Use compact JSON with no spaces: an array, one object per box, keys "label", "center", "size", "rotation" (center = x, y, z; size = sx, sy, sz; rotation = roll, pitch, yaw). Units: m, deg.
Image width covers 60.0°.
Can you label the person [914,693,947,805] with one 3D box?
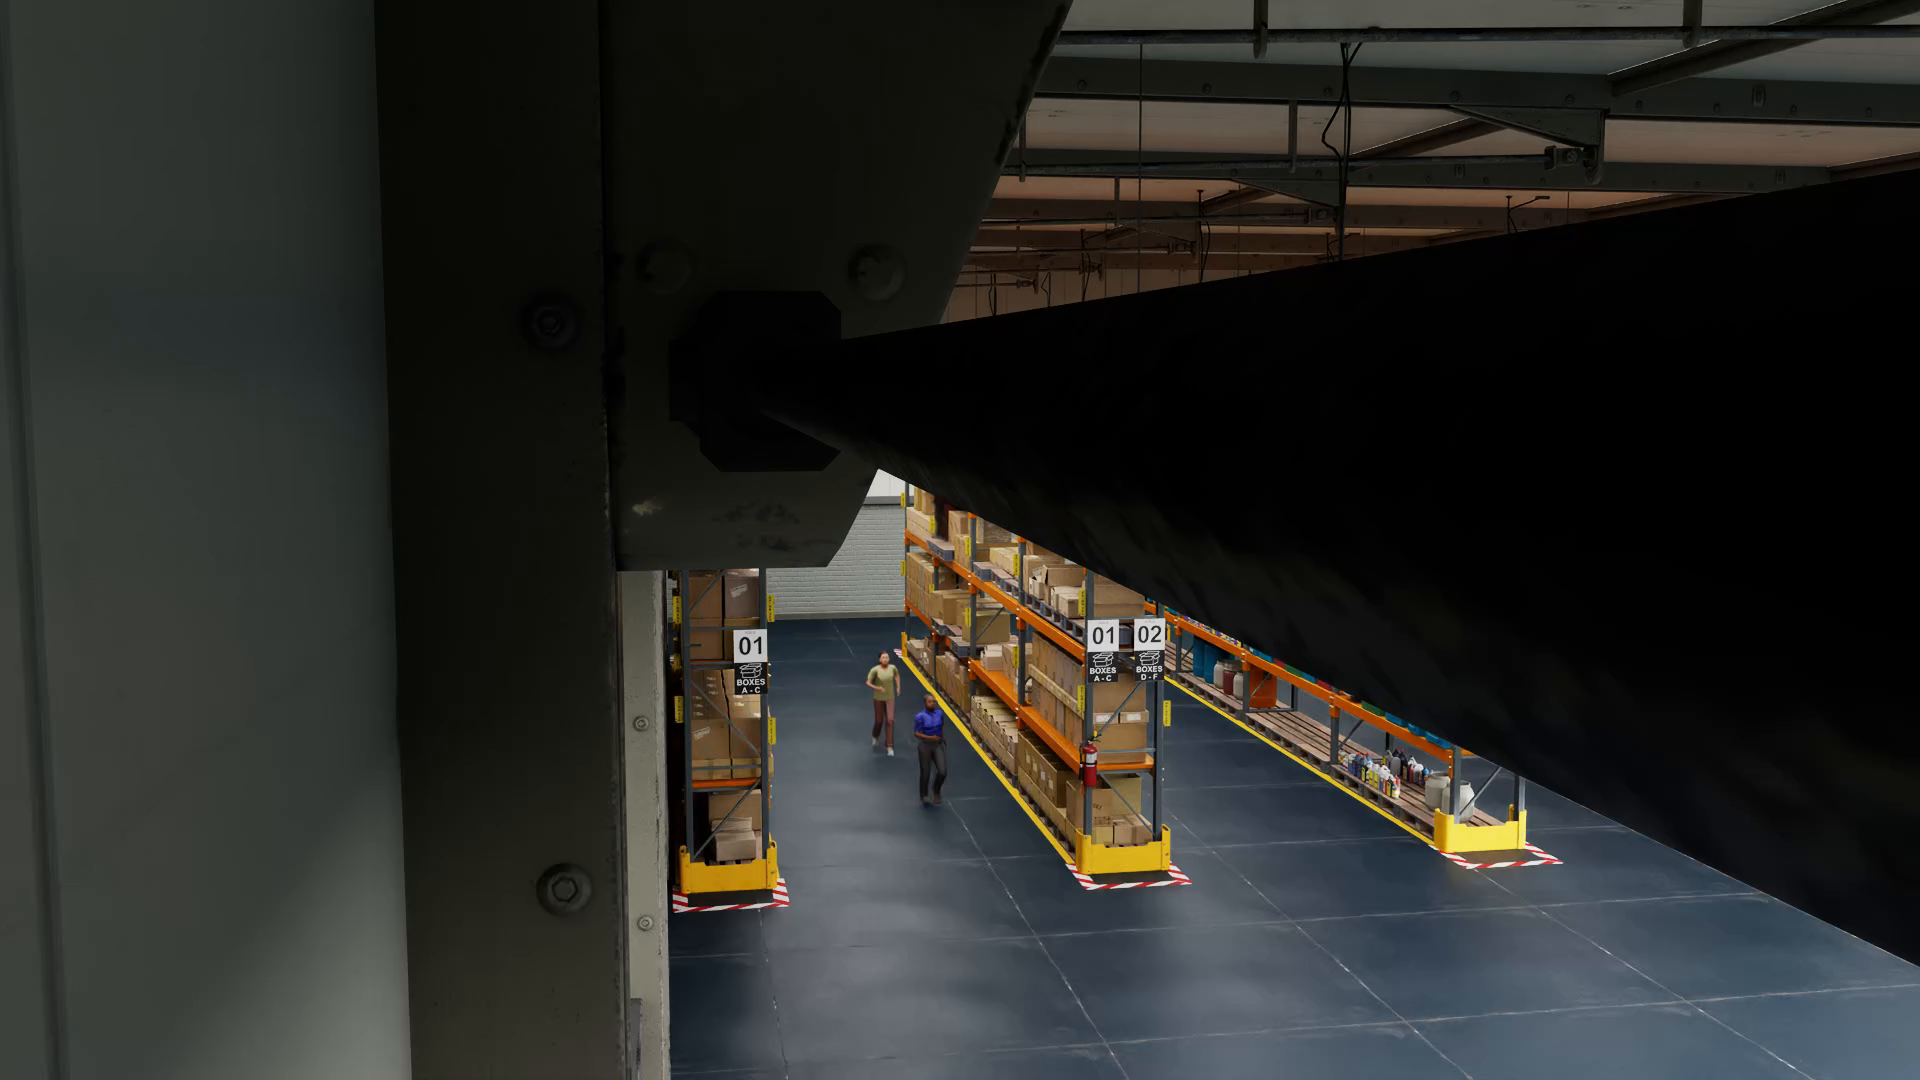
[{"label":"person","center":[-0.401,3.074,23.974],"size":[0.543,1.543,0.651],"rotation":[-2,6,-21]}]

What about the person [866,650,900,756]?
[{"label":"person","center":[-1.261,2.651,27.465],"size":[0.593,1.696,0.856],"rotation":[-2,6,-16]}]
